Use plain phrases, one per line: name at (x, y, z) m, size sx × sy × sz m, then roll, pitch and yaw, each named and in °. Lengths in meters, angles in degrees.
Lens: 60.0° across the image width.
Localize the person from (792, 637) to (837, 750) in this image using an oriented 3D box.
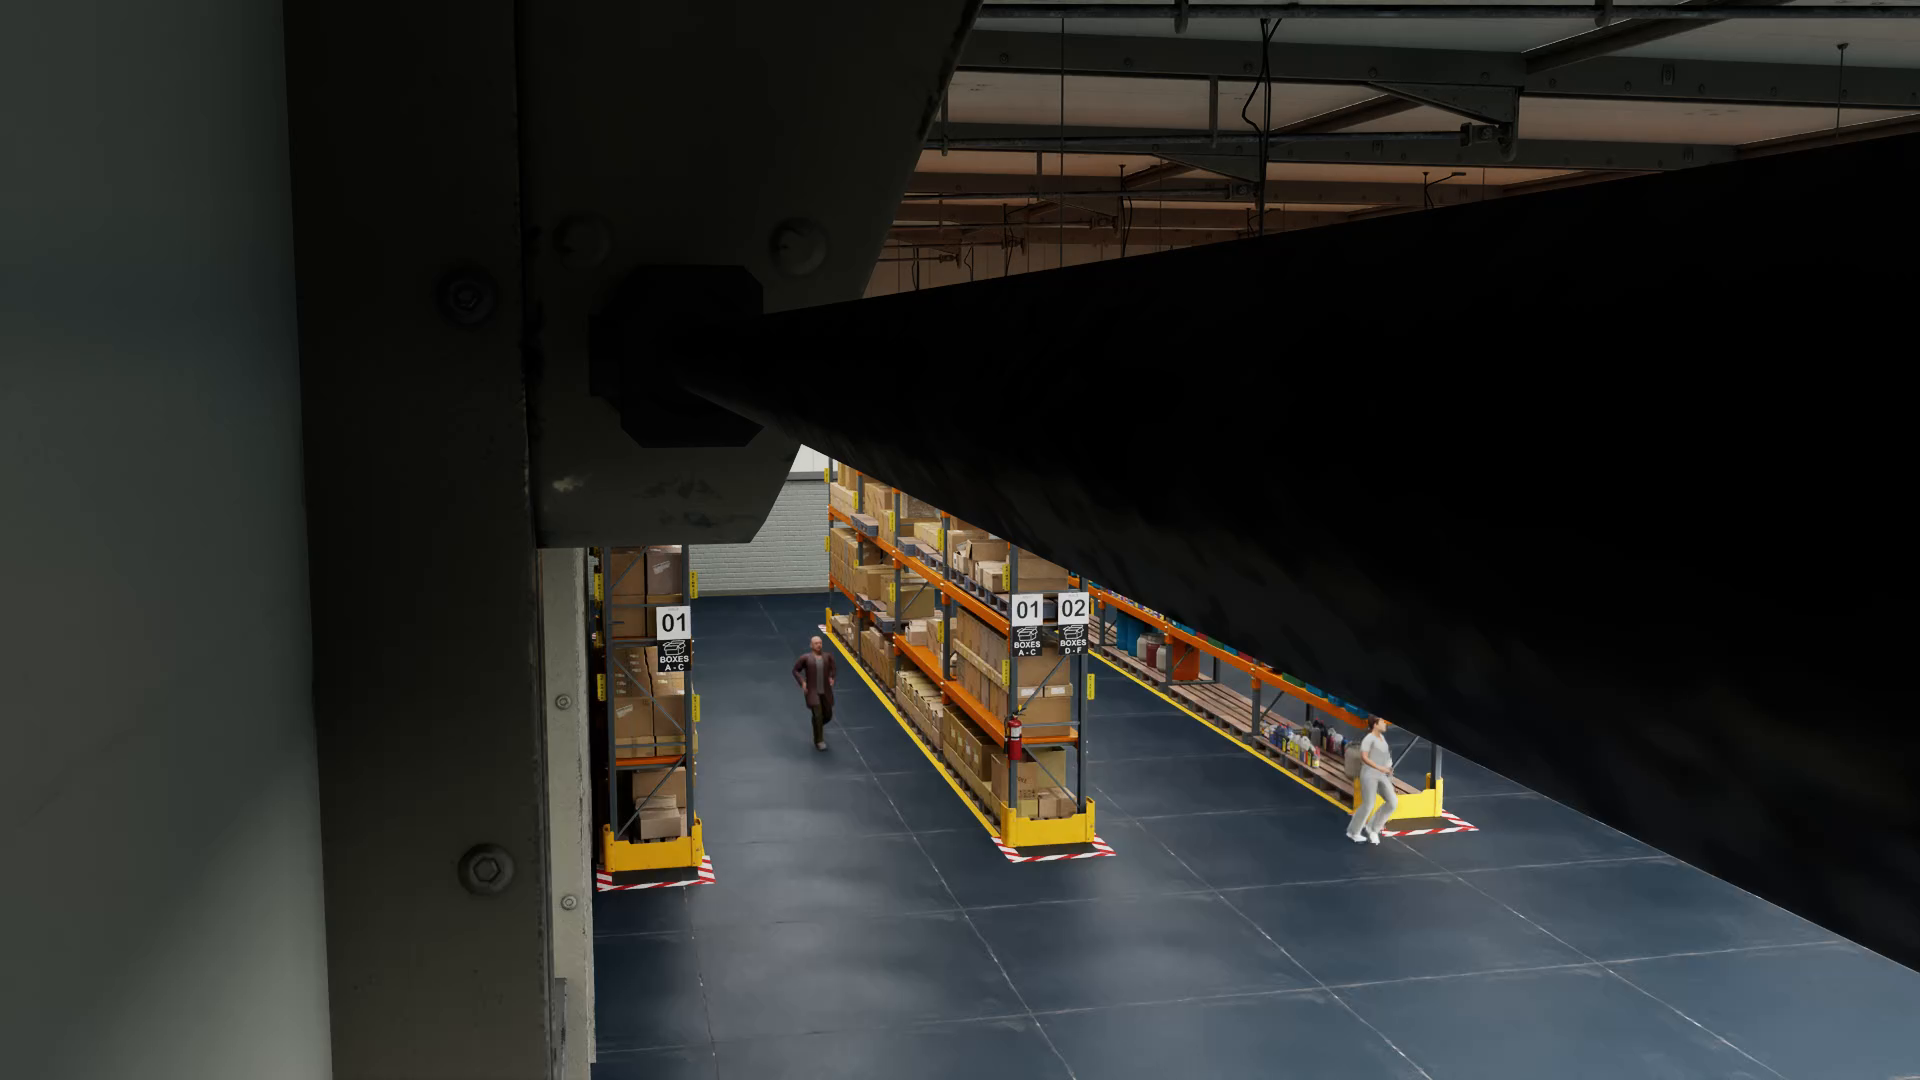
person at (-2.252, 2.373, 26.080) m, size 0.715 × 1.735 × 0.826 m, roll -3°, pitch 7°, yaw -23°

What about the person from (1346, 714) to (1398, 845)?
person at (5.284, 3.016, 21.097) m, size 0.632 × 1.651 × 0.606 m, roll -7°, pitch 9°, yaw -44°
